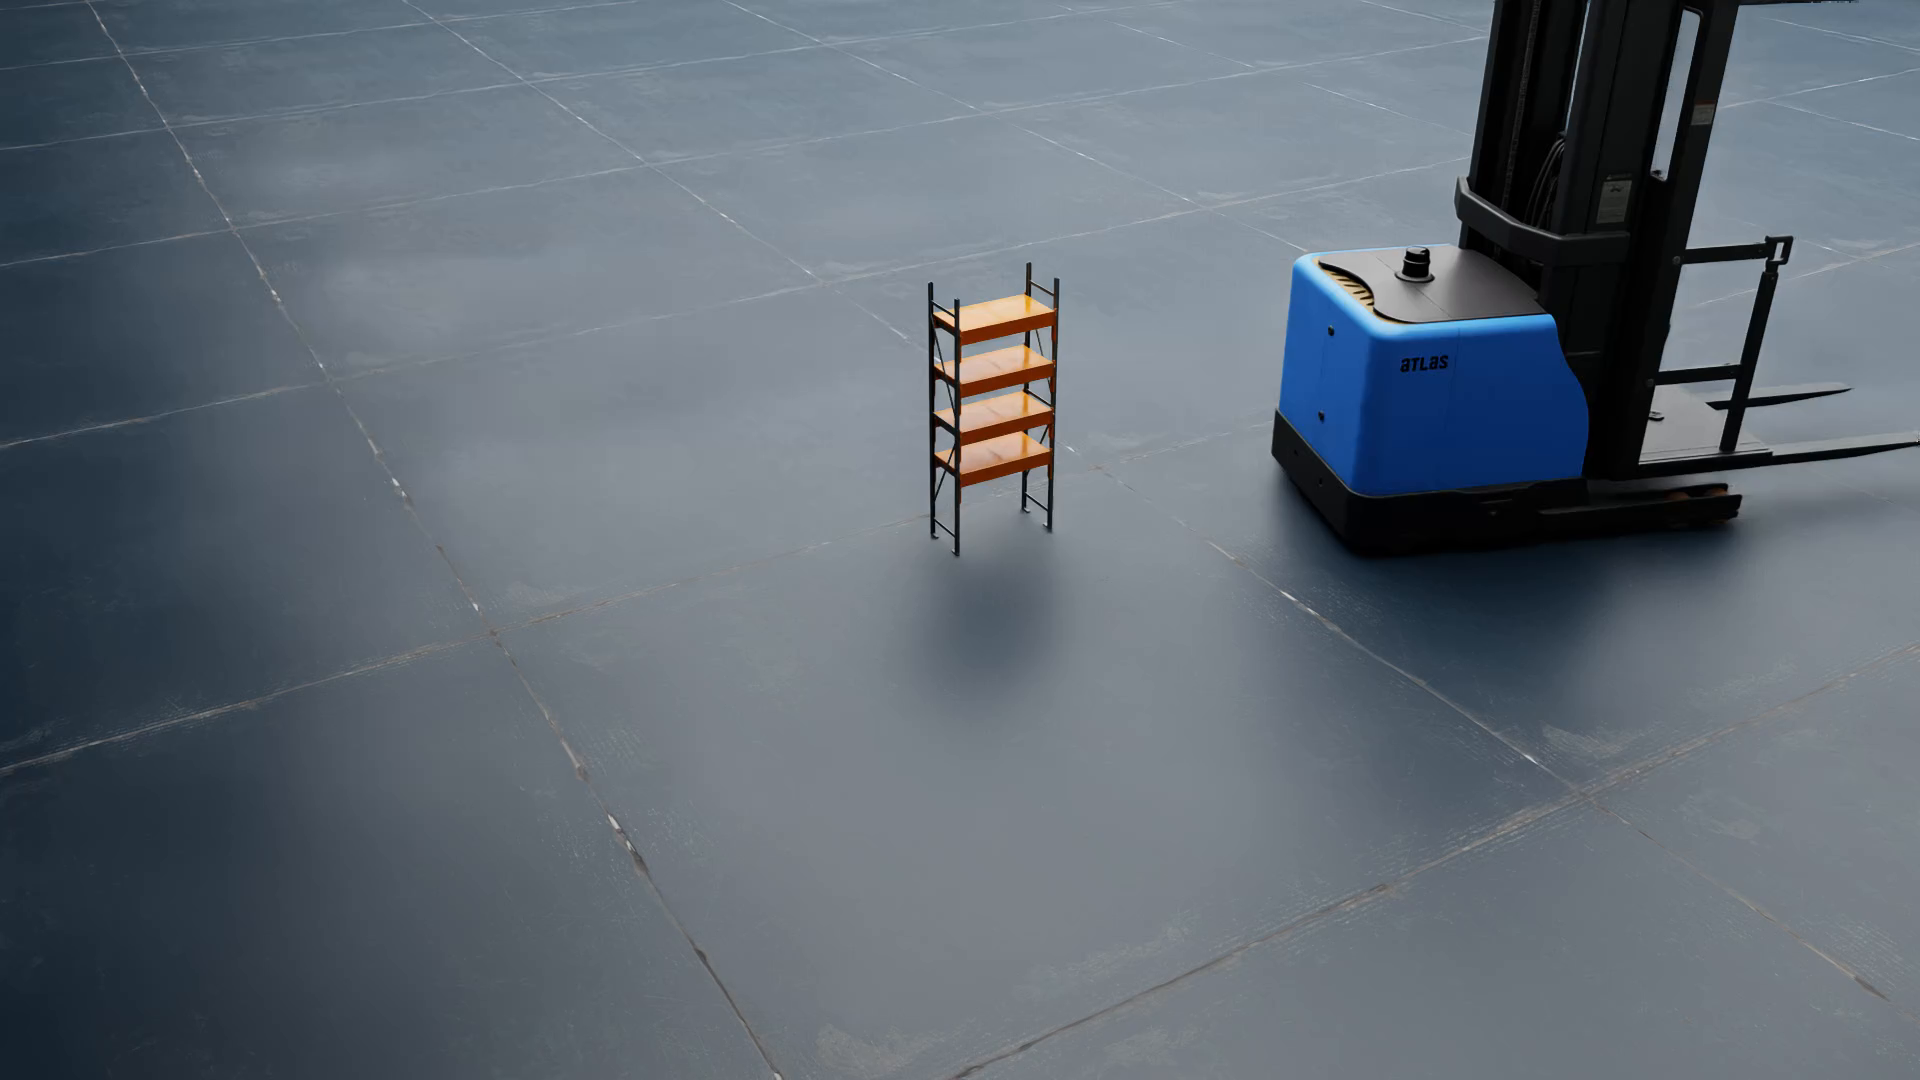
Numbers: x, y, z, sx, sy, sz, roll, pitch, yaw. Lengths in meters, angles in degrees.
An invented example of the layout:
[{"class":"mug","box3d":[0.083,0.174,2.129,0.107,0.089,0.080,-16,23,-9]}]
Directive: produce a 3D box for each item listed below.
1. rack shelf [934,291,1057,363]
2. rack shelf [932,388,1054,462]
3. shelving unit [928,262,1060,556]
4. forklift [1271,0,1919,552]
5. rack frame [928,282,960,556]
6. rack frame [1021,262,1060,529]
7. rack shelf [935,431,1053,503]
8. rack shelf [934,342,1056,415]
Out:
[{"class":"rack shelf","box3d":[0.143,-0.910,7.081,0.480,0.148,0.258,-16,33,-26]},{"class":"rack shelf","box3d":[0.143,-0.507,7.304,0.480,0.148,0.258,-16,33,-26]},{"class":"shelving unit","box3d":[0.143,-0.566,7.271,0.503,1.200,0.258,-16,33,-26]},{"class":"forklift","box3d":[3.087,-1.578,7.314,3.031,2.935,1.130,-6,29,-10]},{"class":"rack frame","box3d":[-0.068,-0.506,7.163,0.015,1.200,0.240,-16,33,-26]},{"class":"rack frame","box3d":[0.353,-0.626,7.379,0.015,1.200,0.240,-16,33,-26]},{"class":"rack shelf","box3d":[0.143,-0.333,7.400,0.480,0.148,0.258,-16,33,-26]},{"class":"rack shelf","box3d":[0.143,-0.703,7.196,0.480,0.148,0.258,-16,33,-26]}]
